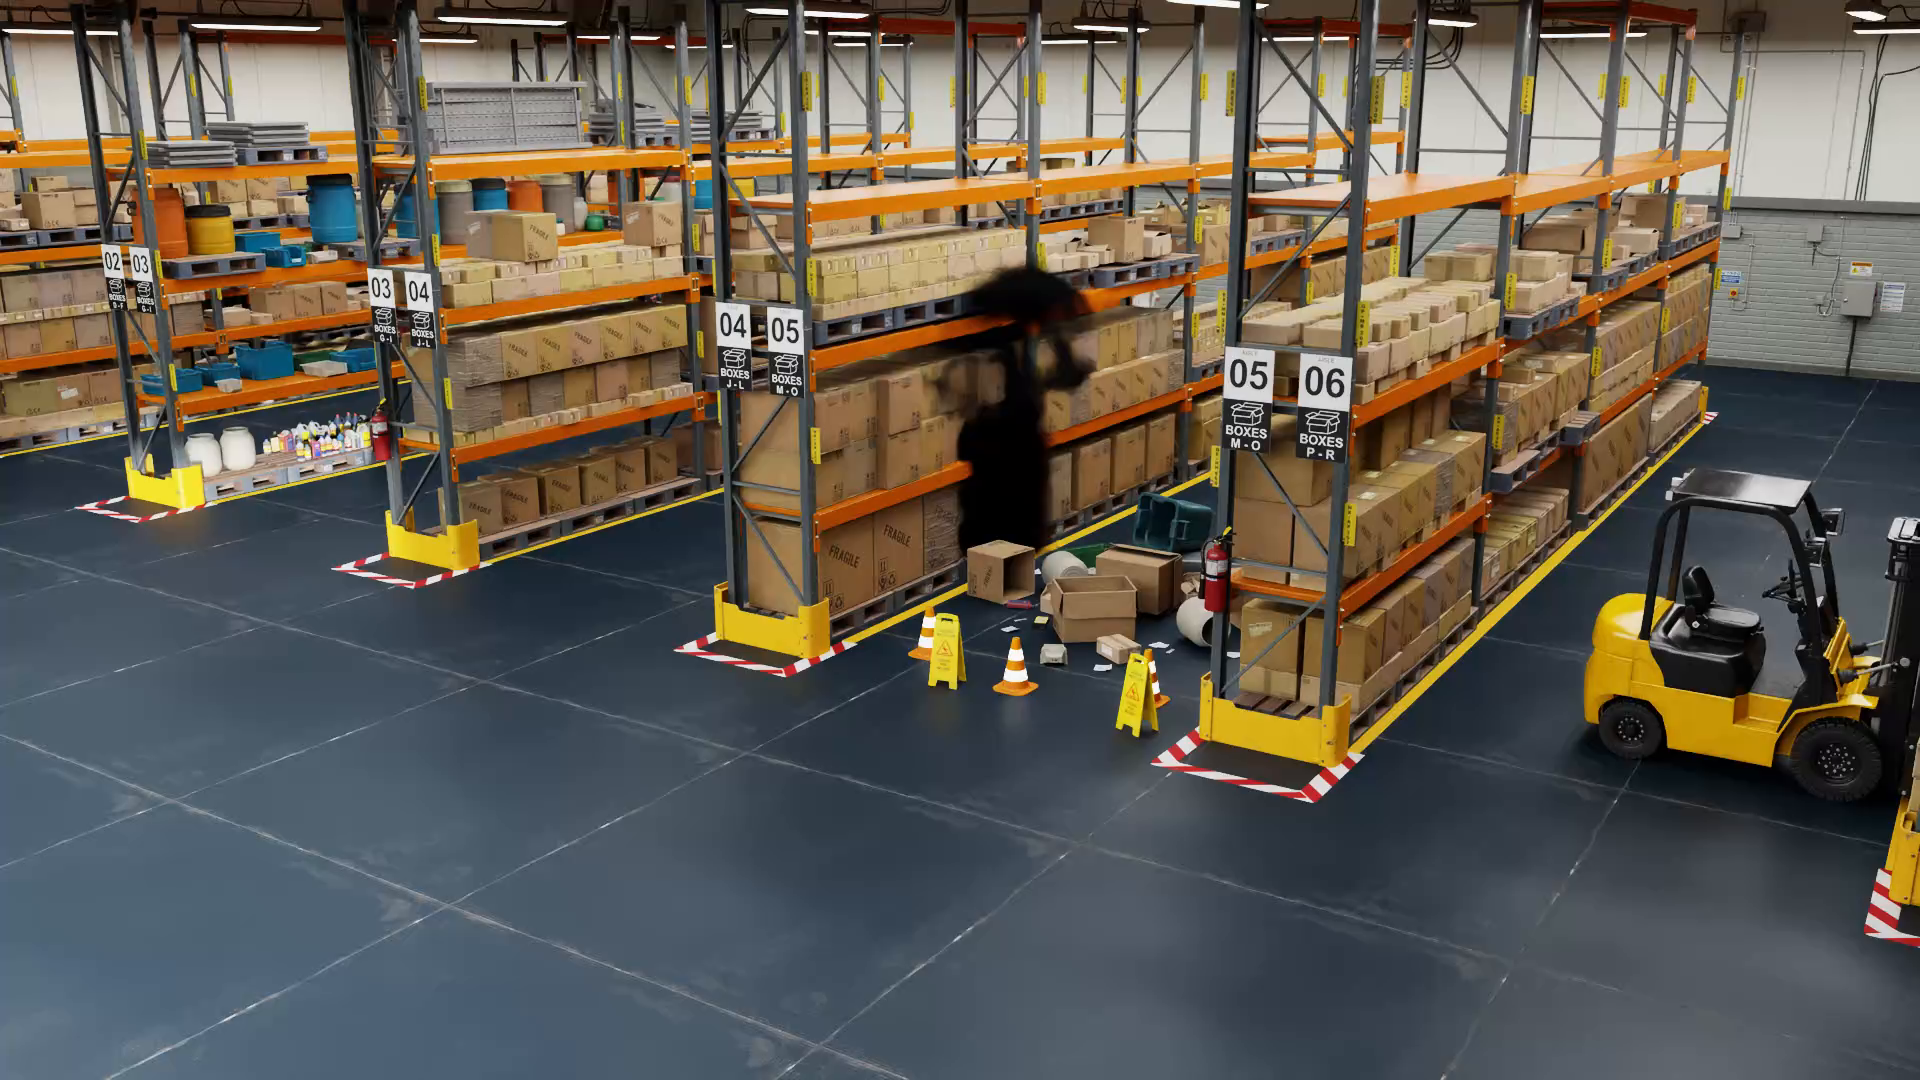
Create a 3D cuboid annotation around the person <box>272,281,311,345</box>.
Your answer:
[{"bbox_3d":[-12.064,-3.856,30.190,0.636,1.587,0.810,10,19,33],"label":"person"}]

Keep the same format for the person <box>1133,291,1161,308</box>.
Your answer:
[{"bbox_3d":[3.528,-4.445,31.996,0.730,1.759,0.751,14,20,40],"label":"person"}]
